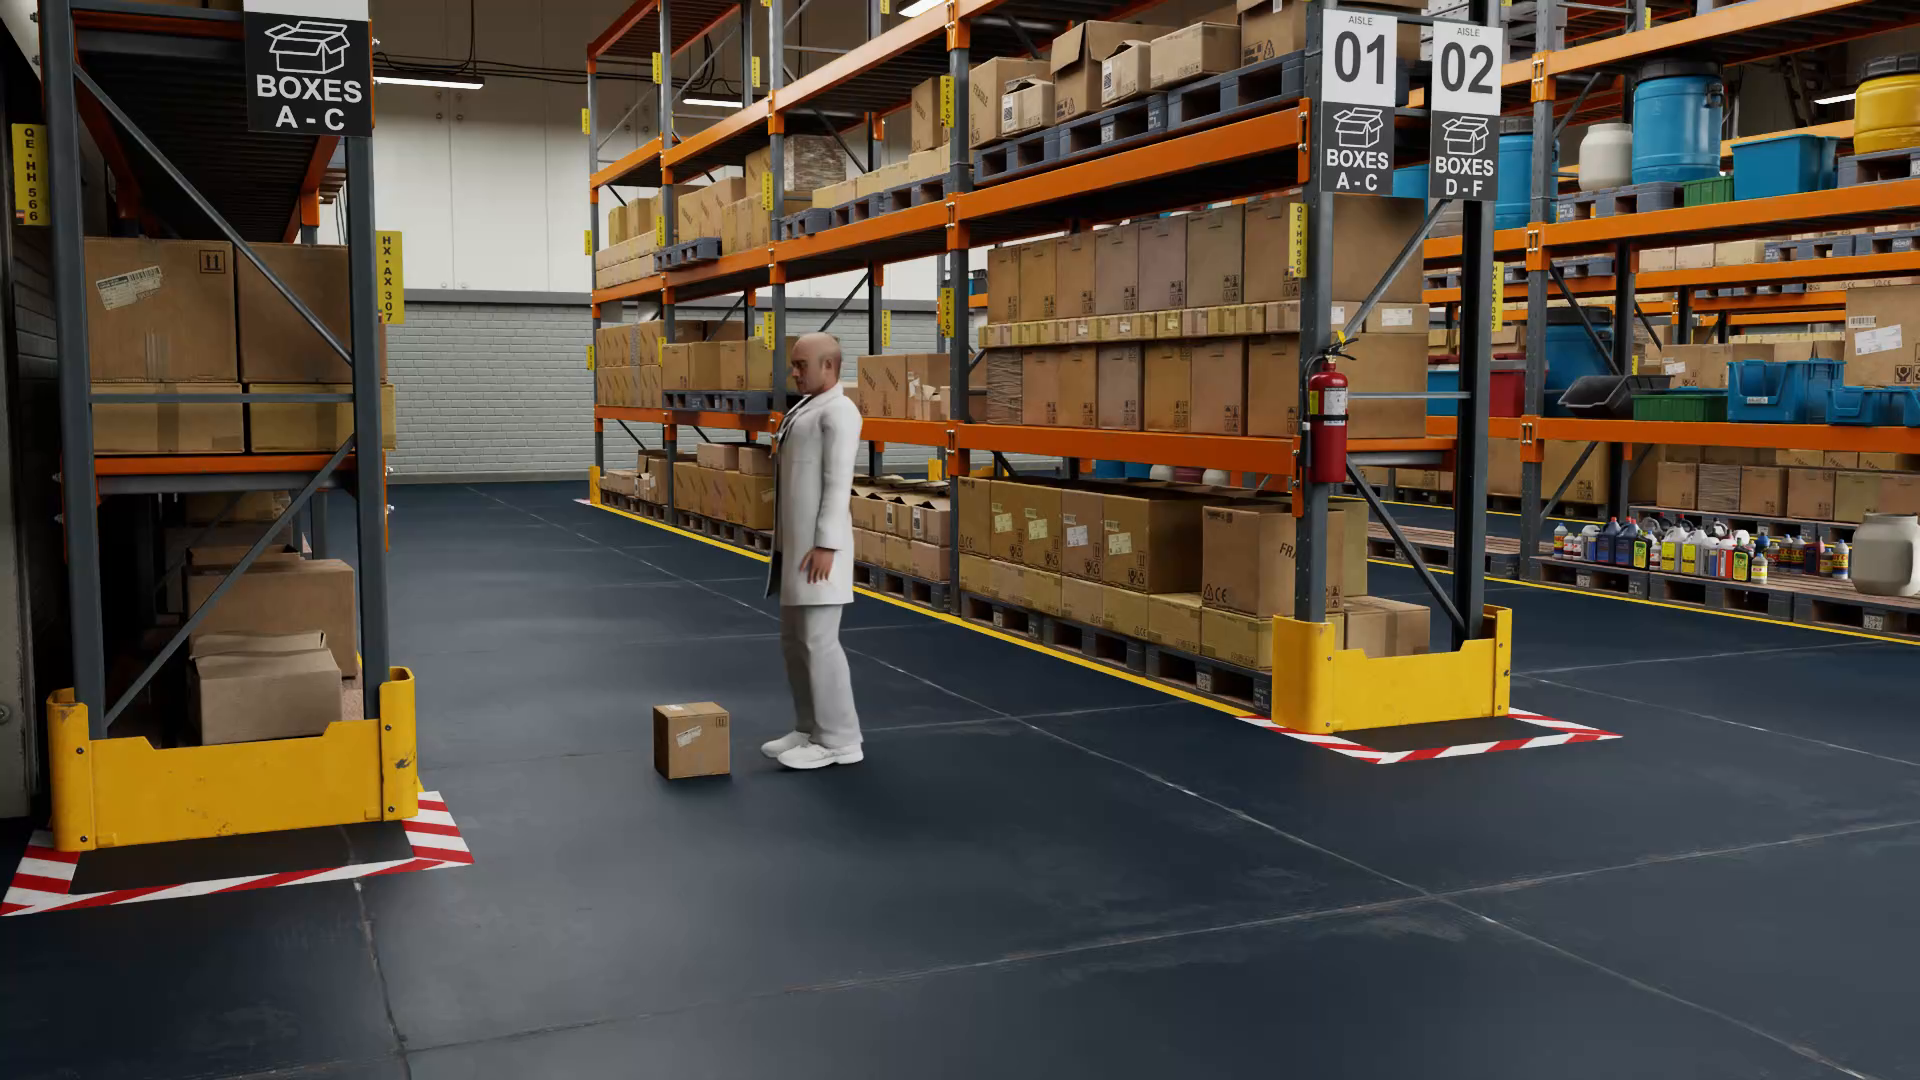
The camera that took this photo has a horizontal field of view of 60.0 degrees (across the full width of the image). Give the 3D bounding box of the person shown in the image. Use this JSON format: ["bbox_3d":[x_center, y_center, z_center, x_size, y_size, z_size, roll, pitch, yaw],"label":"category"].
[{"bbox_3d":[-0.607,0.072,6.845,0.385,1.718,0.562,-2,6,-22],"label":"person"}]
